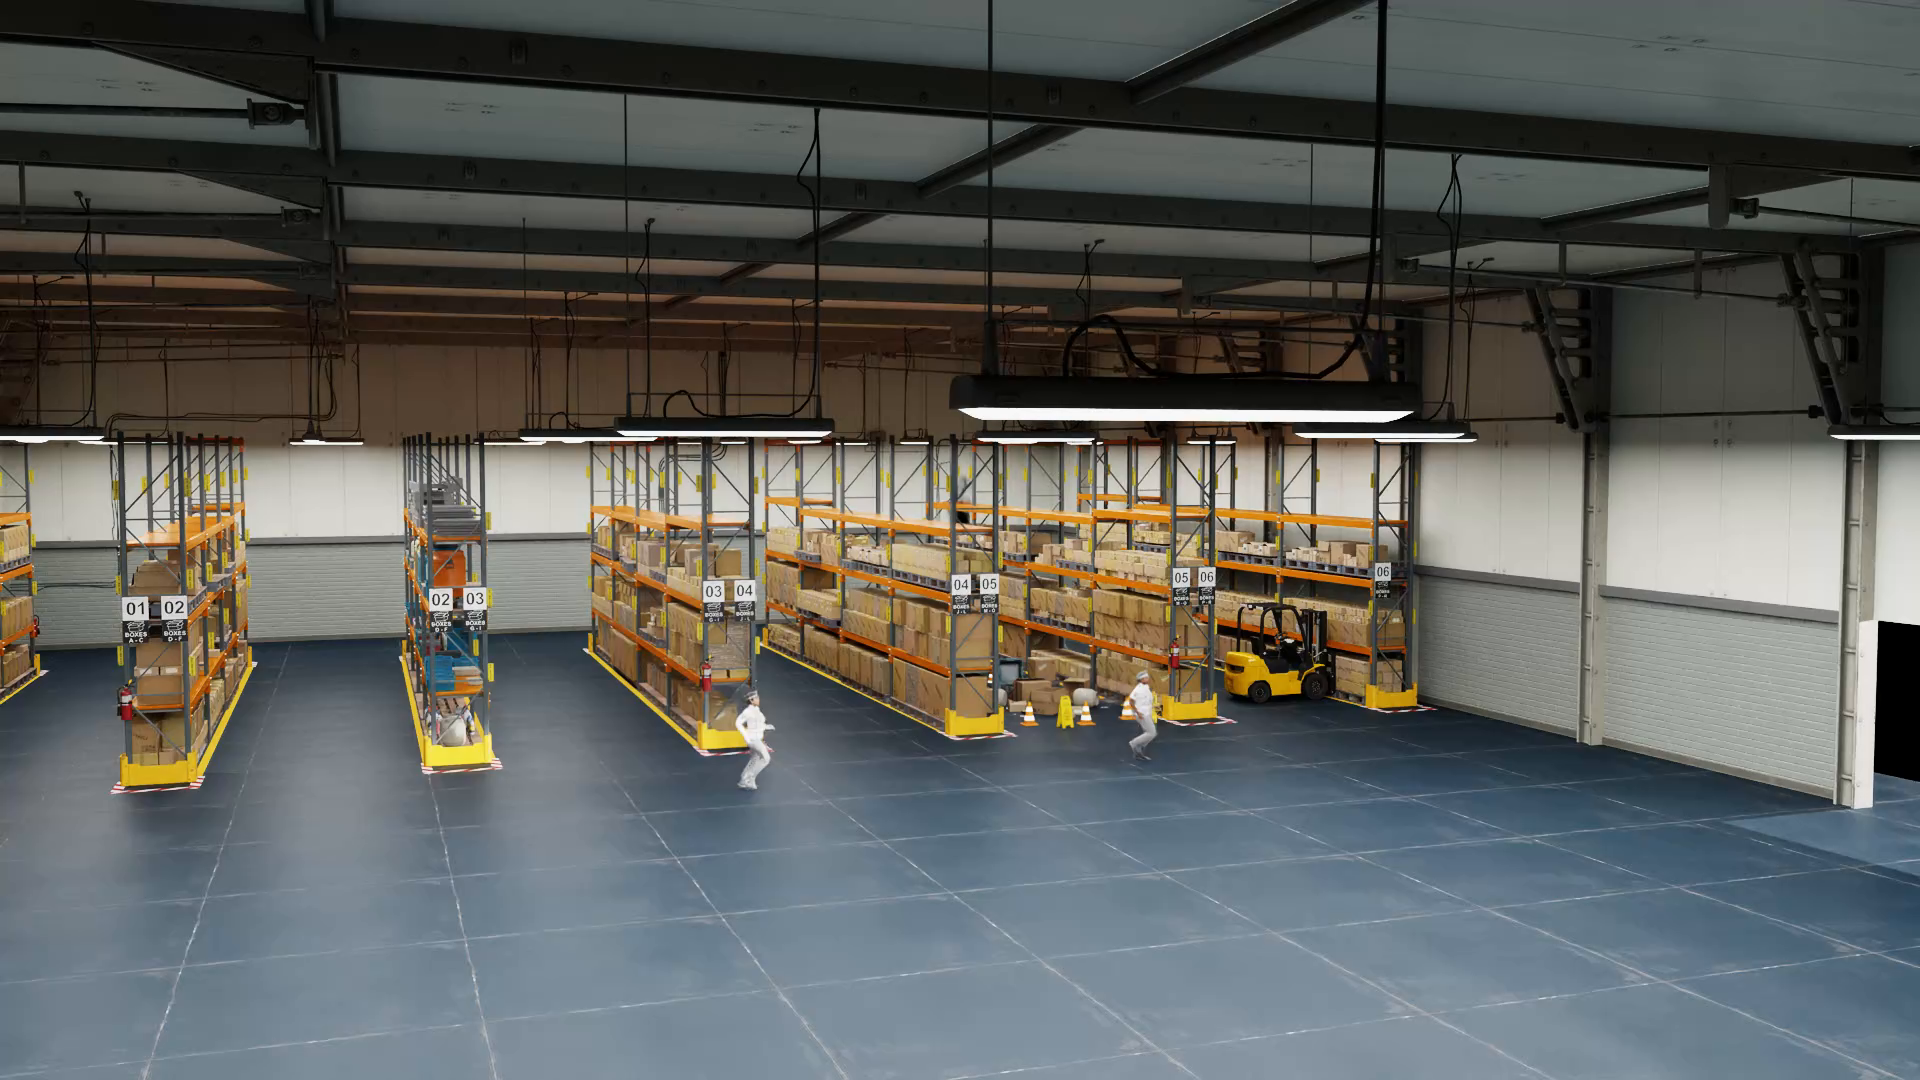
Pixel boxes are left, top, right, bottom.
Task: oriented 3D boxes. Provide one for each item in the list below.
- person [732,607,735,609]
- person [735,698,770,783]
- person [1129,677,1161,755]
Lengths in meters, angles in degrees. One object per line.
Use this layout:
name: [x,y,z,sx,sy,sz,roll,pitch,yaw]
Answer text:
person: [-6.470,2.298,46.667,0.746,1.705,0.561,0,3,-9]
person: [-3.425,3.314,27.762,0.567,1.539,0.586,0,3,7]
person: [3.421,3.200,30.490,0.523,1.532,0.575,1,3,23]
